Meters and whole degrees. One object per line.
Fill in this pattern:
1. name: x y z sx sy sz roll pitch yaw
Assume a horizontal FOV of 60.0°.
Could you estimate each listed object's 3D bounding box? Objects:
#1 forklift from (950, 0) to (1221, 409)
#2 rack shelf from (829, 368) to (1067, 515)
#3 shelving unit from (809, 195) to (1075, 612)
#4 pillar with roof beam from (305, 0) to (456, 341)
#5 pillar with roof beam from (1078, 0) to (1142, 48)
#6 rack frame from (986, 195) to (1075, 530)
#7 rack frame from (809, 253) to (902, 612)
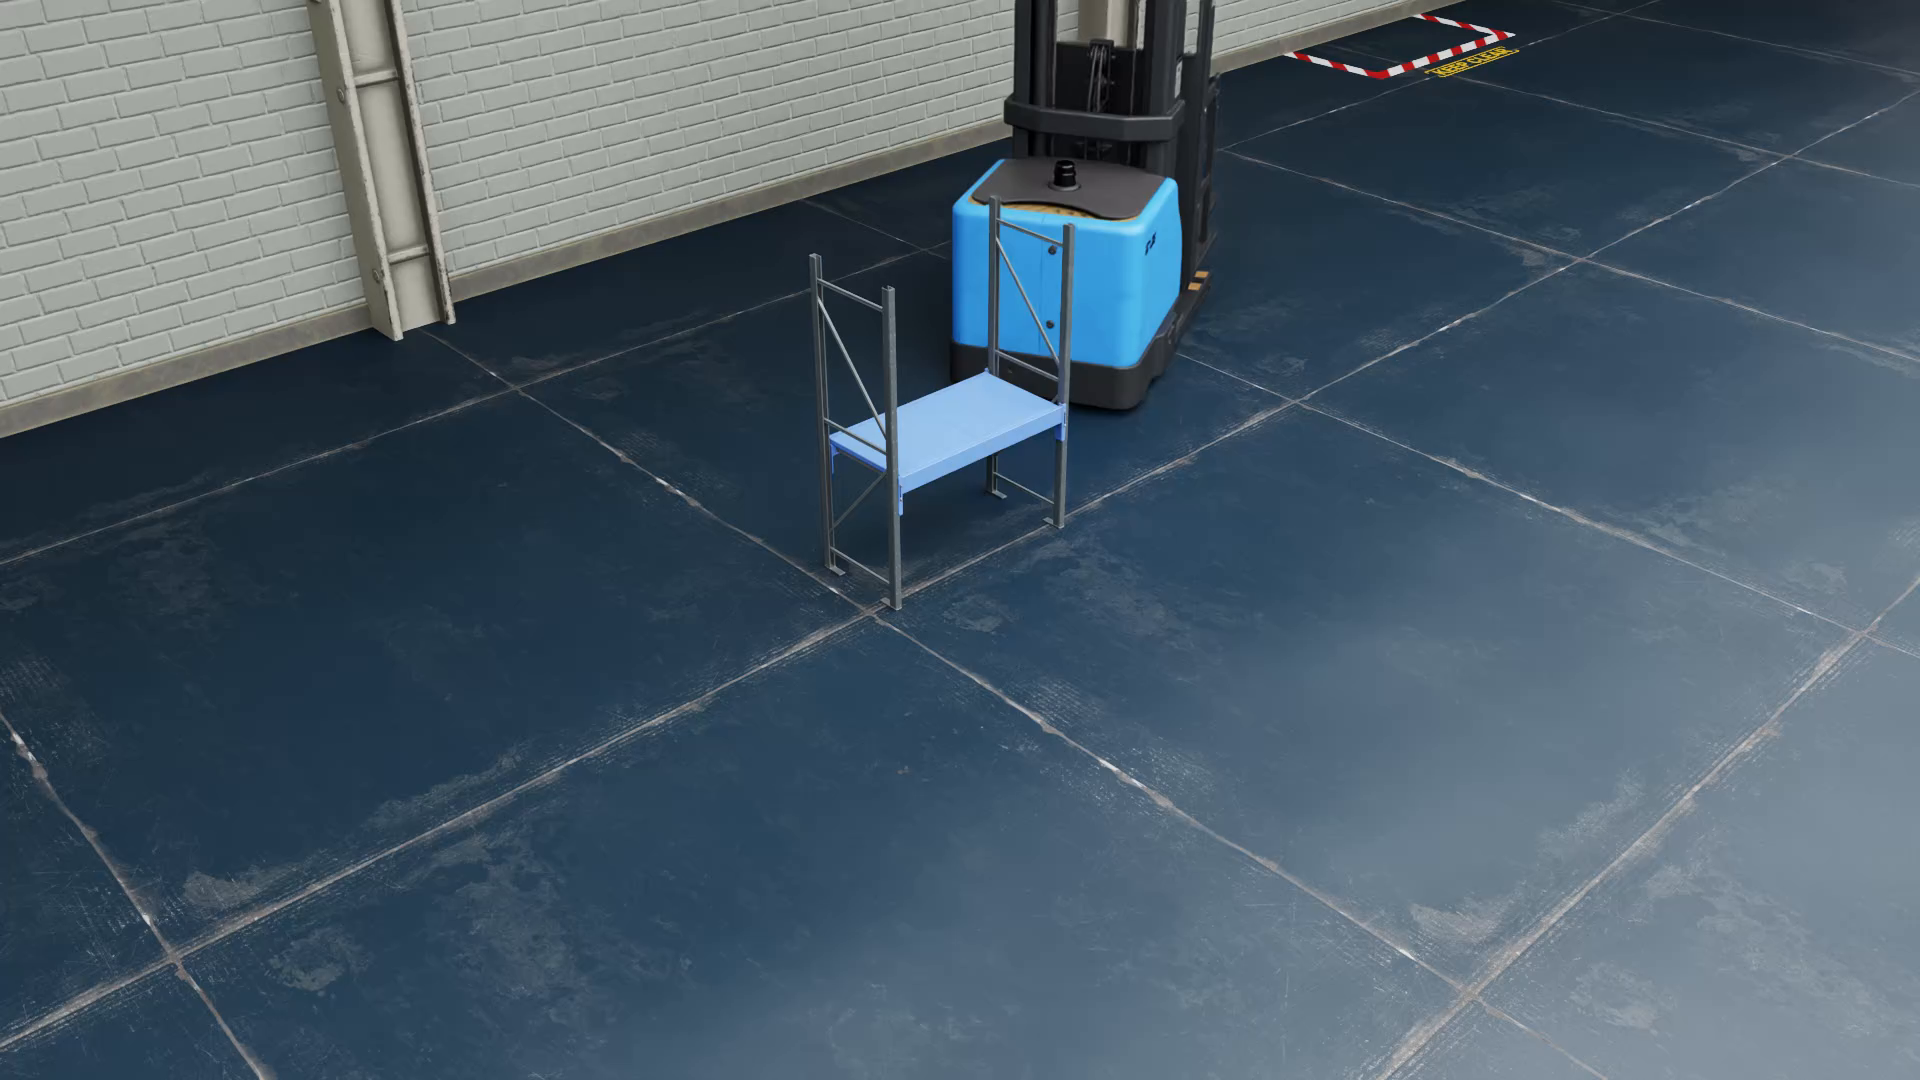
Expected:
1. forklift: 0.911 -2.694 9.347 1.130 2.935 3.031 10 33 16
2. rack shelf: -0.063 -0.456 7.403 1.000 0.185 0.538 -26 40 -35
3. shelving unit: -0.063 -0.610 7.309 1.048 1.500 0.538 -26 40 -35
4. pillar with roof beam: -0.308 -3.474 4.806 0.400 9.000 9.100 -26 40 -35
5. pillar with roof beam: 4.092 -5.602 8.286 0.400 9.000 9.100 -26 40 -35
6. rack frame: 0.310 -0.790 7.604 0.032 1.500 0.500 -26 40 -35
7. rack frame: -0.435 -0.429 7.014 0.032 1.500 0.500 -26 40 -35
